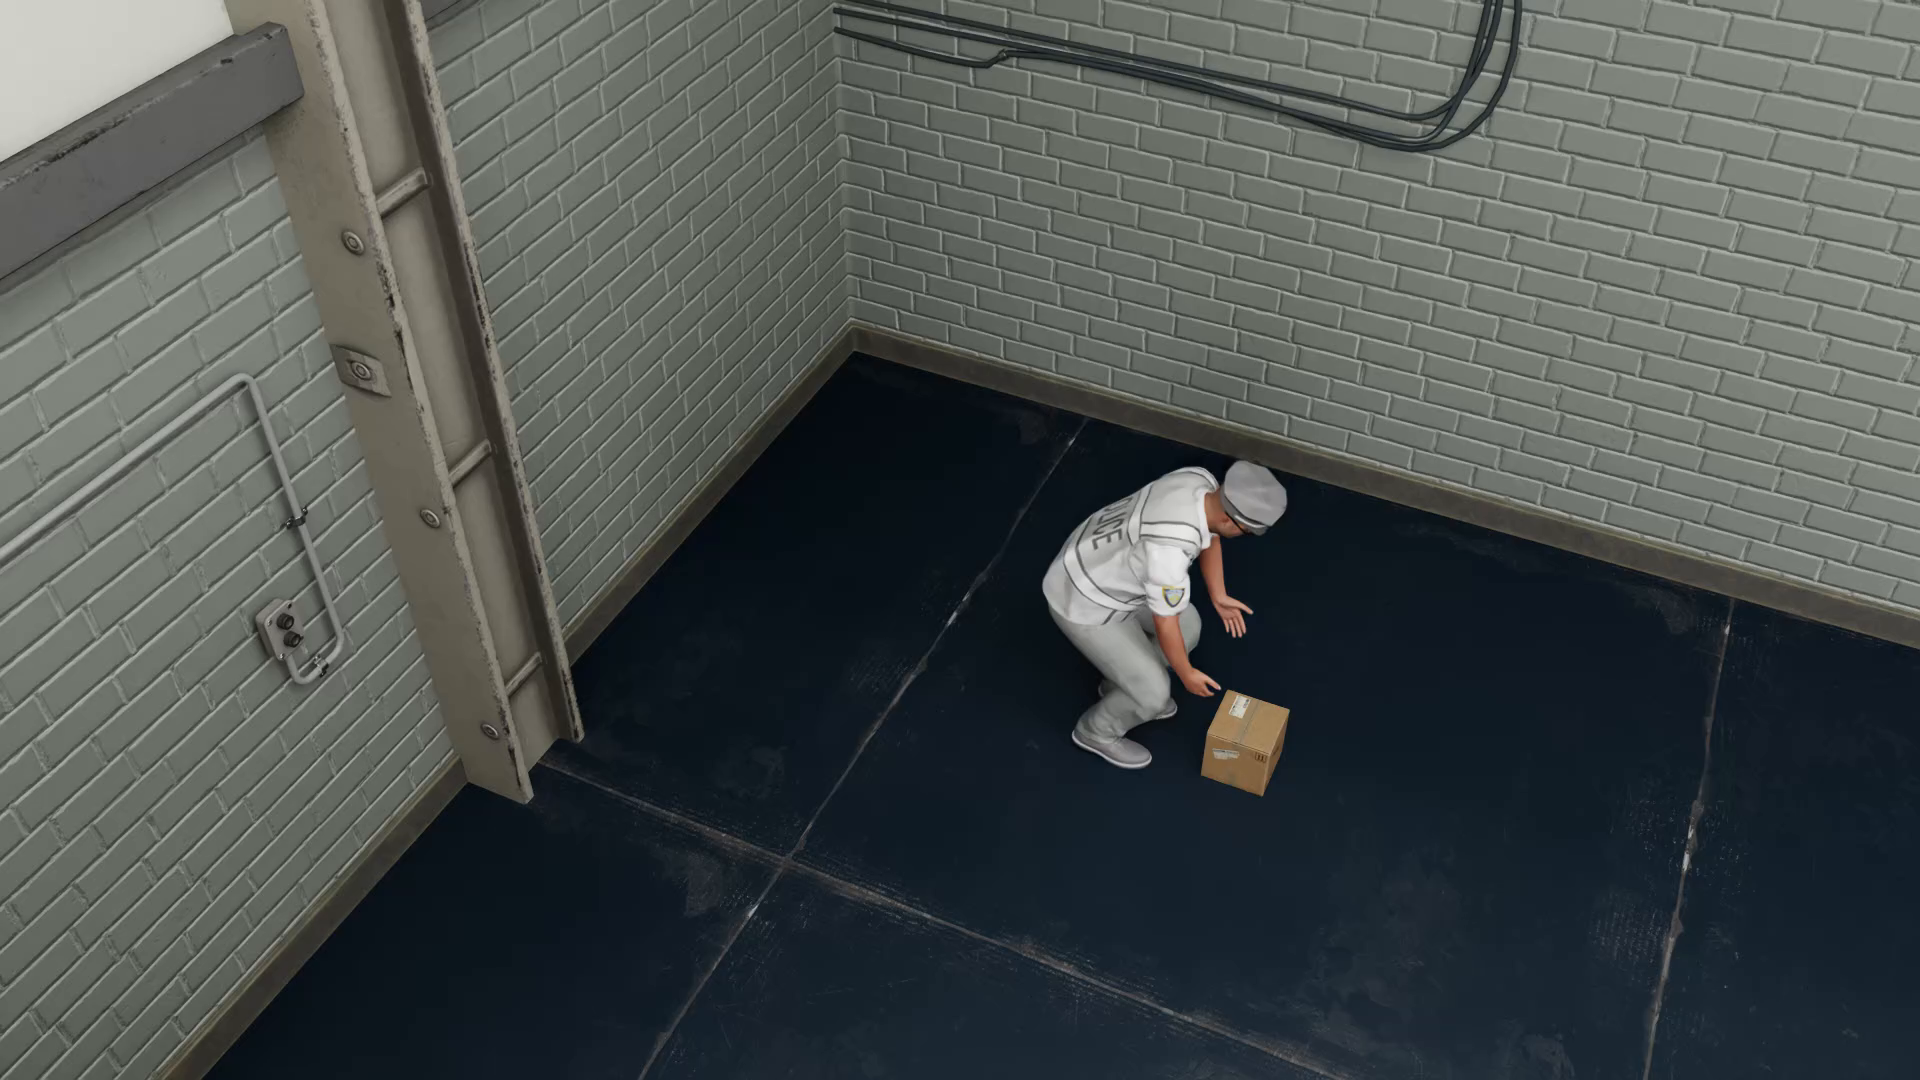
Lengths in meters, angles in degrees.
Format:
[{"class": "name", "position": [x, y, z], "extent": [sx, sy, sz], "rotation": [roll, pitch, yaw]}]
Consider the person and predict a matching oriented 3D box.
[{"class": "person", "position": [0.735, 0.227, 6.185], "extent": [0.826, 1.381, 0.590], "rotation": [17, 45, 19]}]
